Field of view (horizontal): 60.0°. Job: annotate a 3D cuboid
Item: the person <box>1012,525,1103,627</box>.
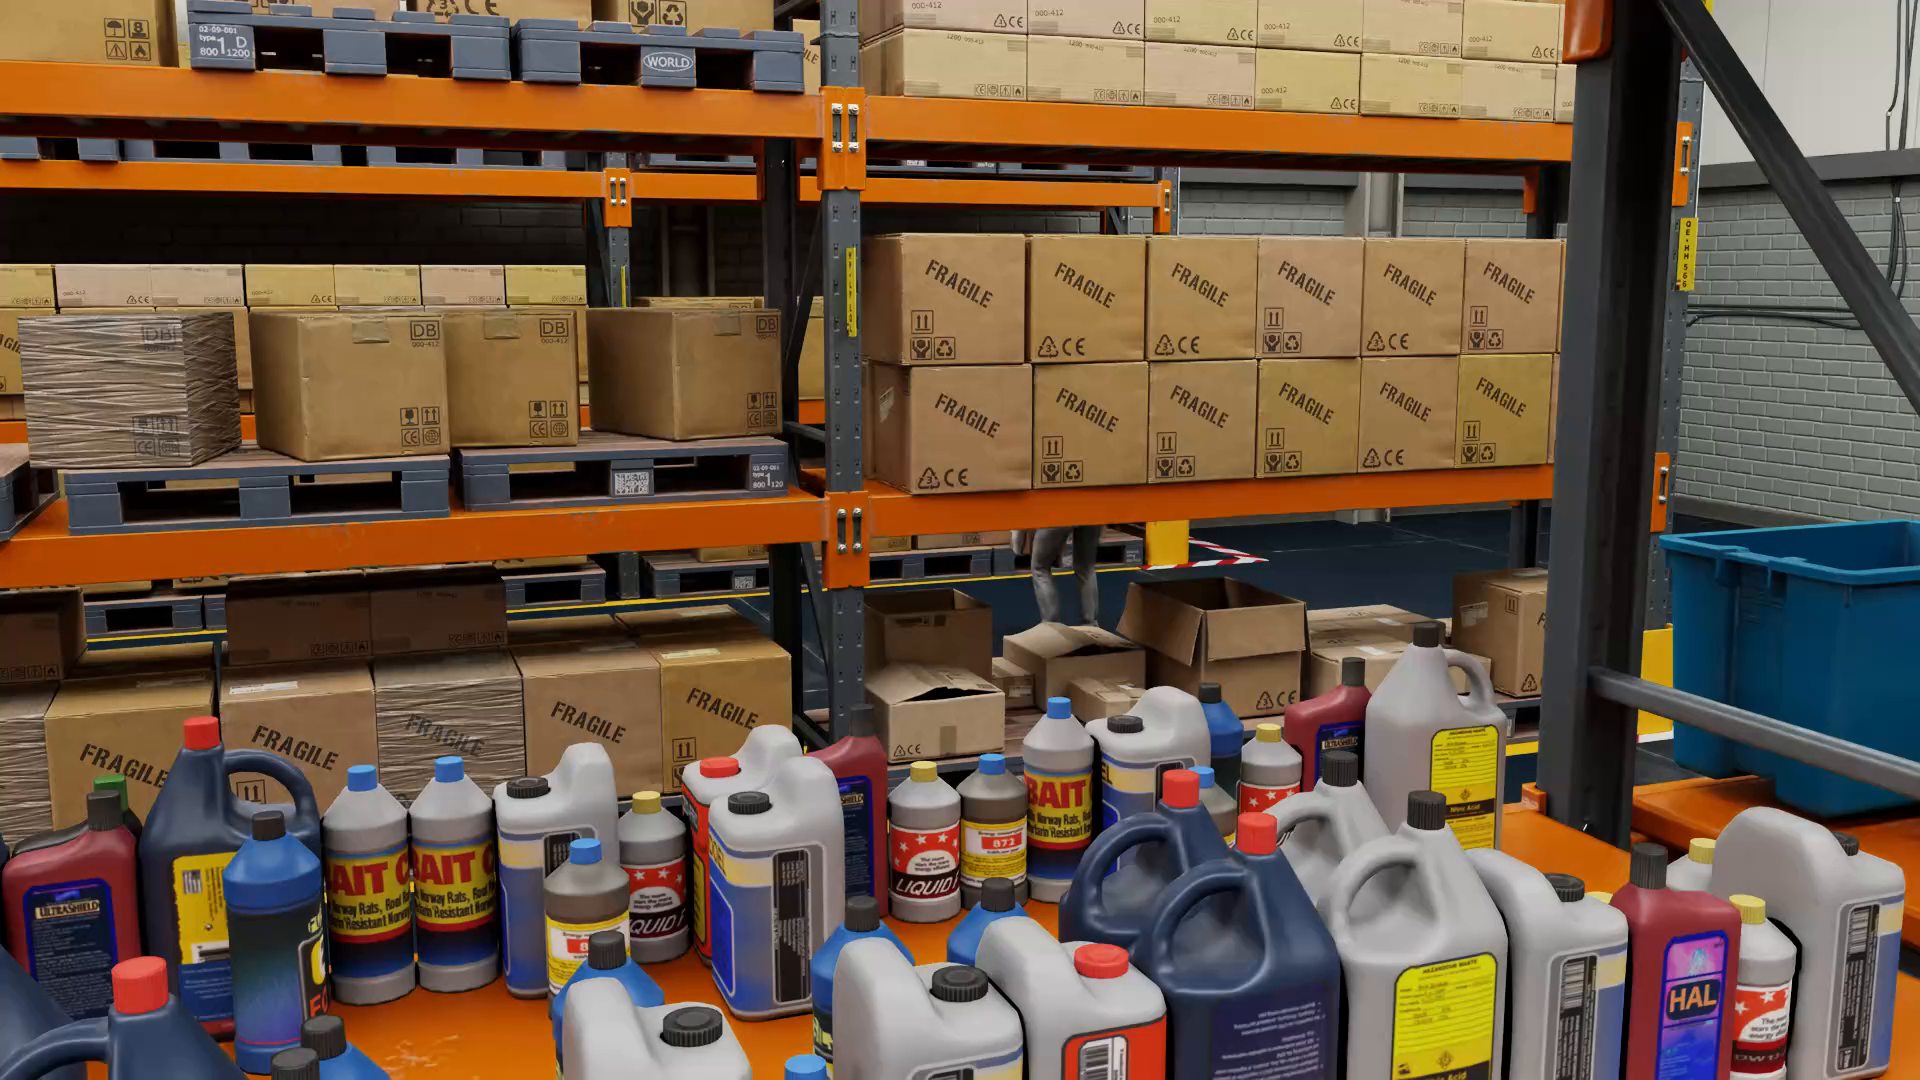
[{"bbox_3d":[0.543,-0.072,9.811,0.423,1.359,0.848,-4,10,-23],"label":"person"}]
